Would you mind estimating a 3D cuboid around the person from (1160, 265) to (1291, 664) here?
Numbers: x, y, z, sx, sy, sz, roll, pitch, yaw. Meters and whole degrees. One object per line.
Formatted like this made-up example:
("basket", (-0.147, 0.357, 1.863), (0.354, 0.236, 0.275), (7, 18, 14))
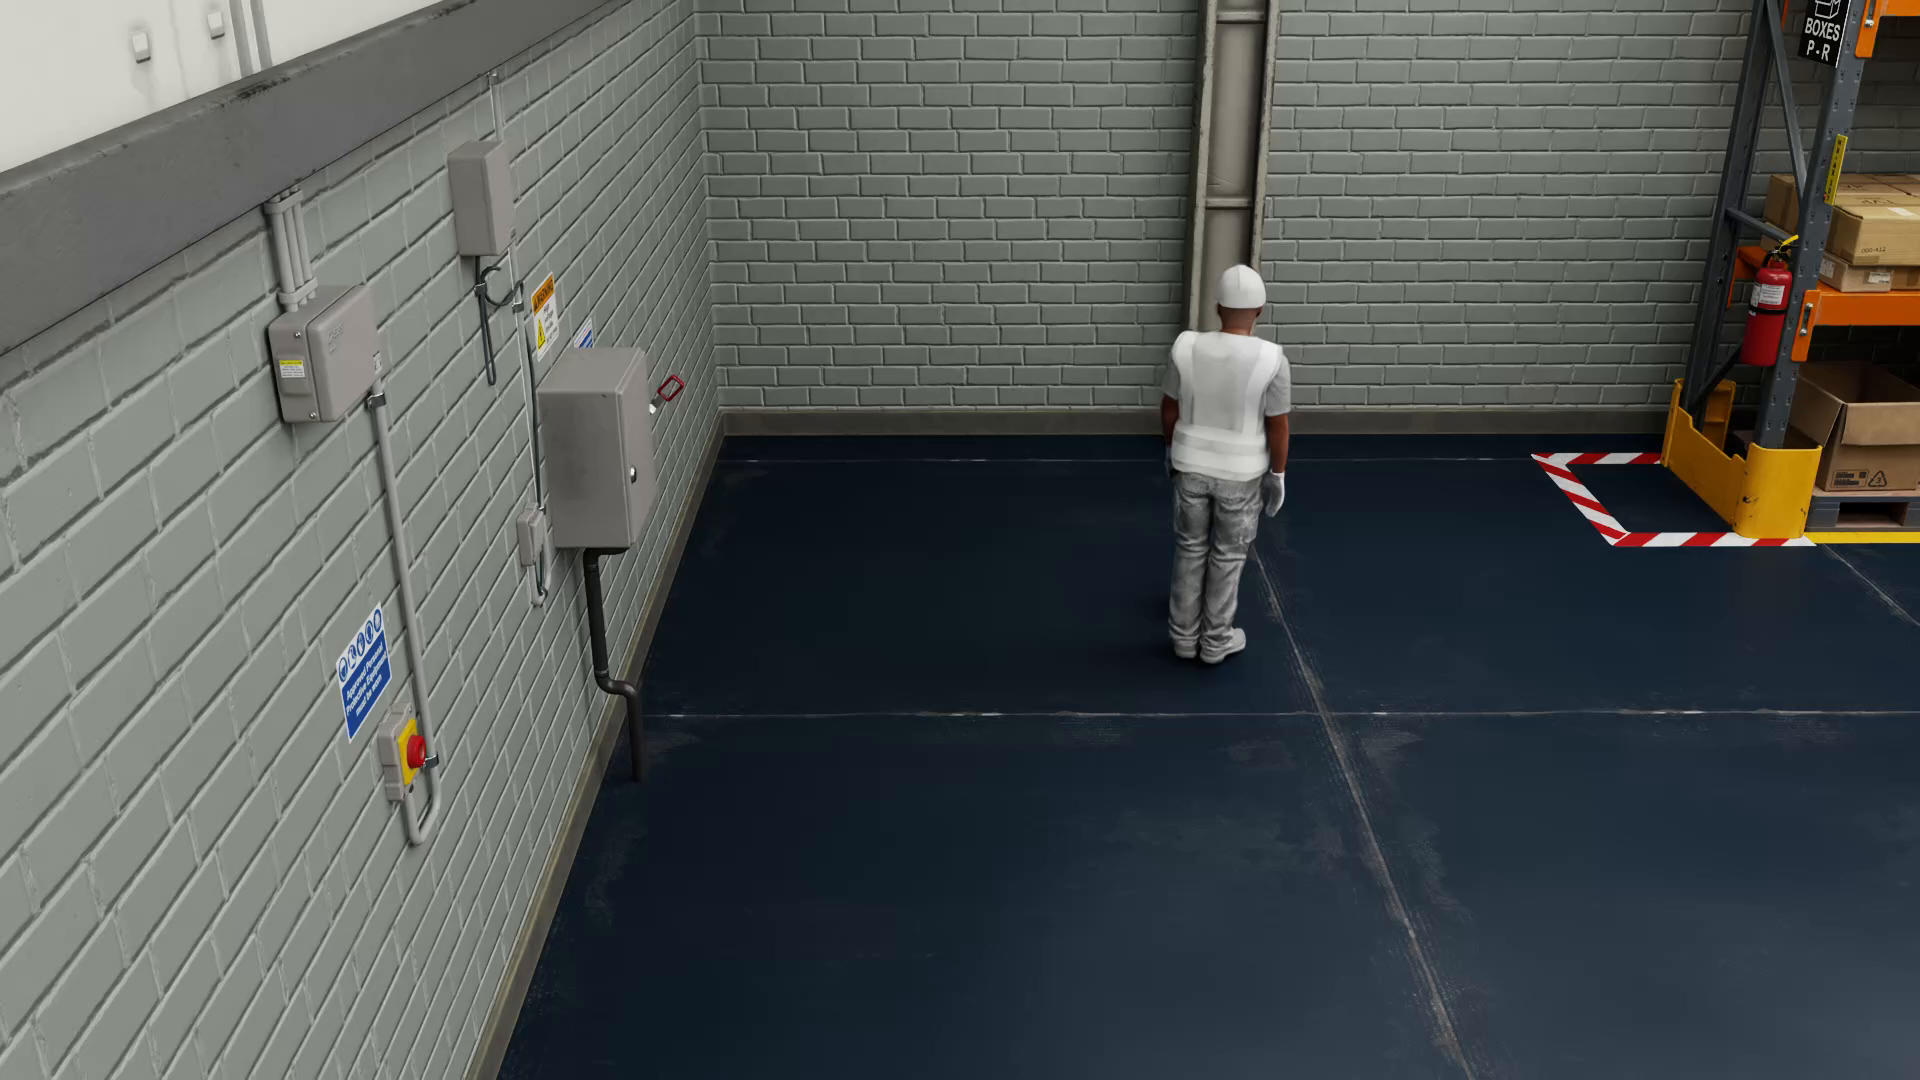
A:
("person", (1.135, -0.309, 7.214), (0.569, 1.789, 0.366), (10, 26, 22))
